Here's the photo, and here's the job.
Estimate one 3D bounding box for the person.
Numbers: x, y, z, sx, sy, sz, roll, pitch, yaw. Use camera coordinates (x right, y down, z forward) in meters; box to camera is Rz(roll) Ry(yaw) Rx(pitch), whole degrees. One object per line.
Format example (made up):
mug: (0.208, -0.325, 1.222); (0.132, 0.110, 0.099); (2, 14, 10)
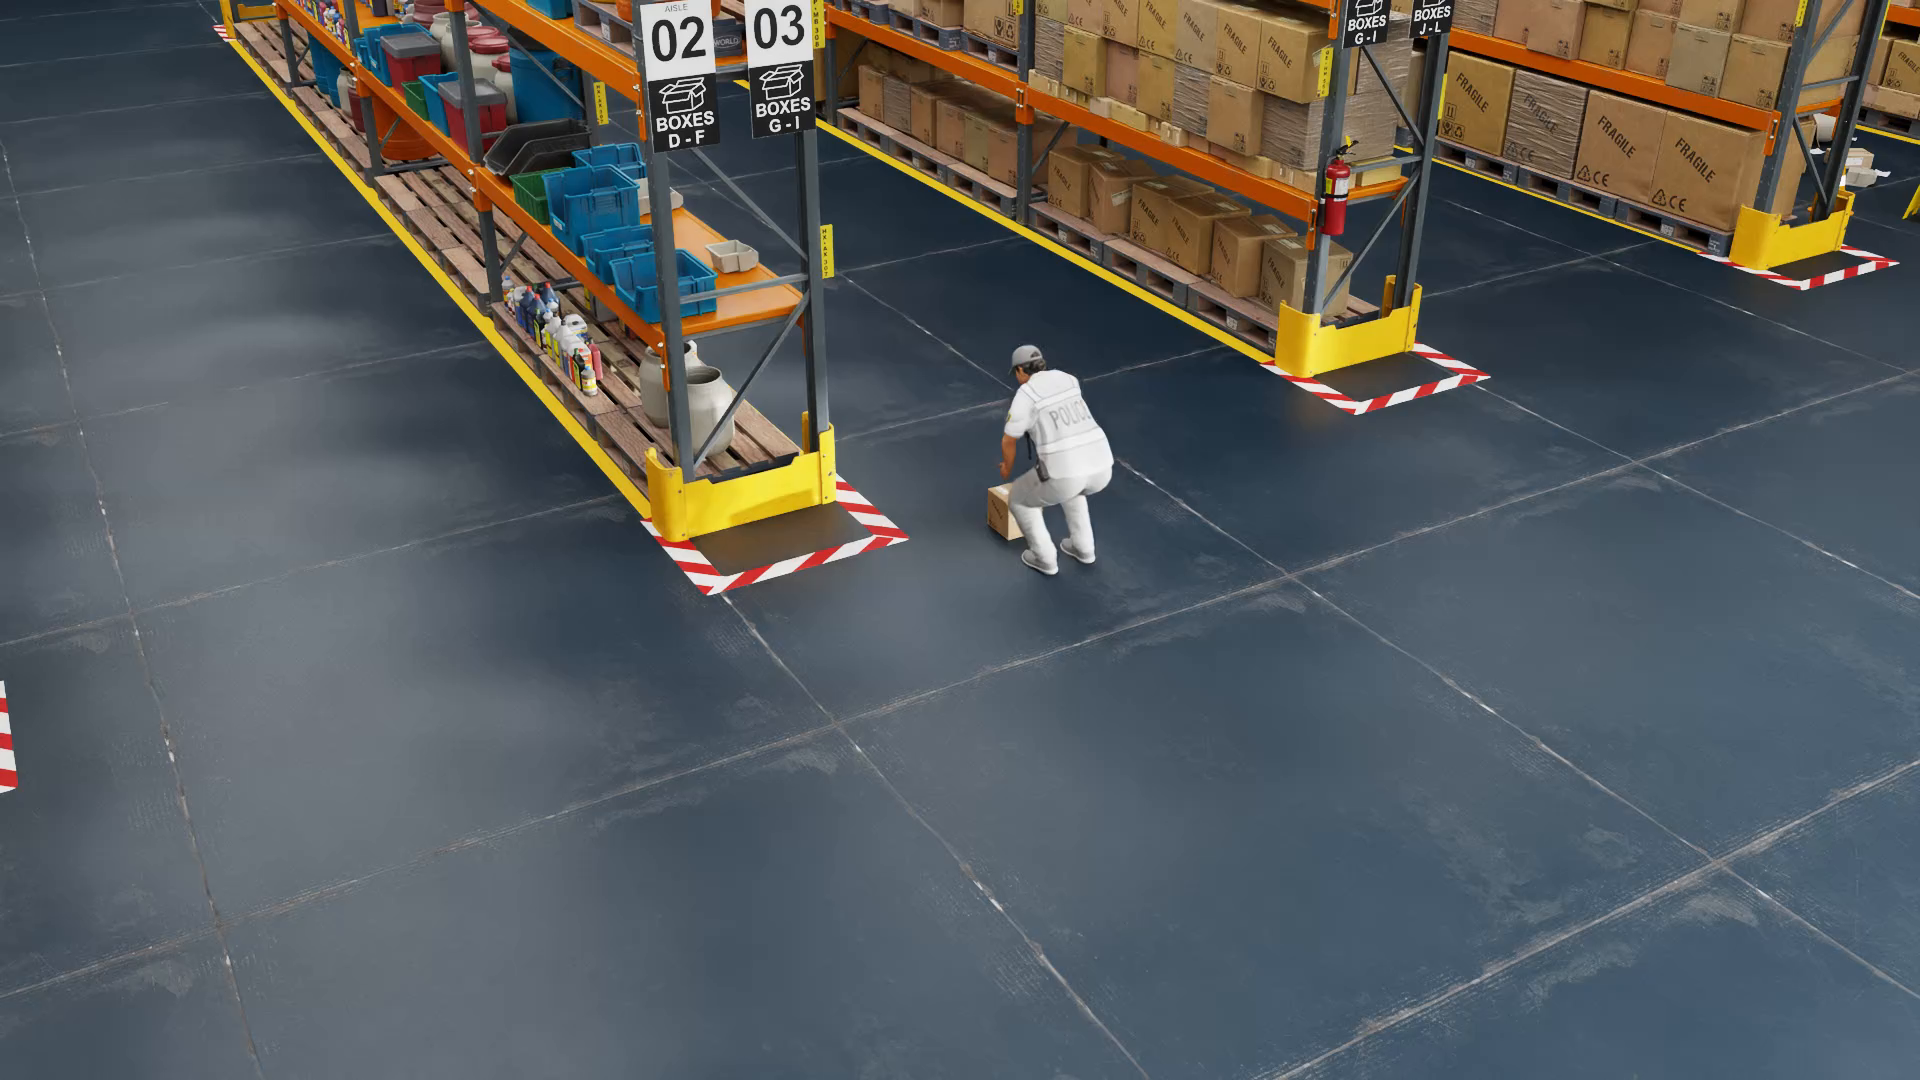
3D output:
person: (0.531, -0.454, 9.756); (0.539, 1.294, 0.774); (-16, 33, -26)
